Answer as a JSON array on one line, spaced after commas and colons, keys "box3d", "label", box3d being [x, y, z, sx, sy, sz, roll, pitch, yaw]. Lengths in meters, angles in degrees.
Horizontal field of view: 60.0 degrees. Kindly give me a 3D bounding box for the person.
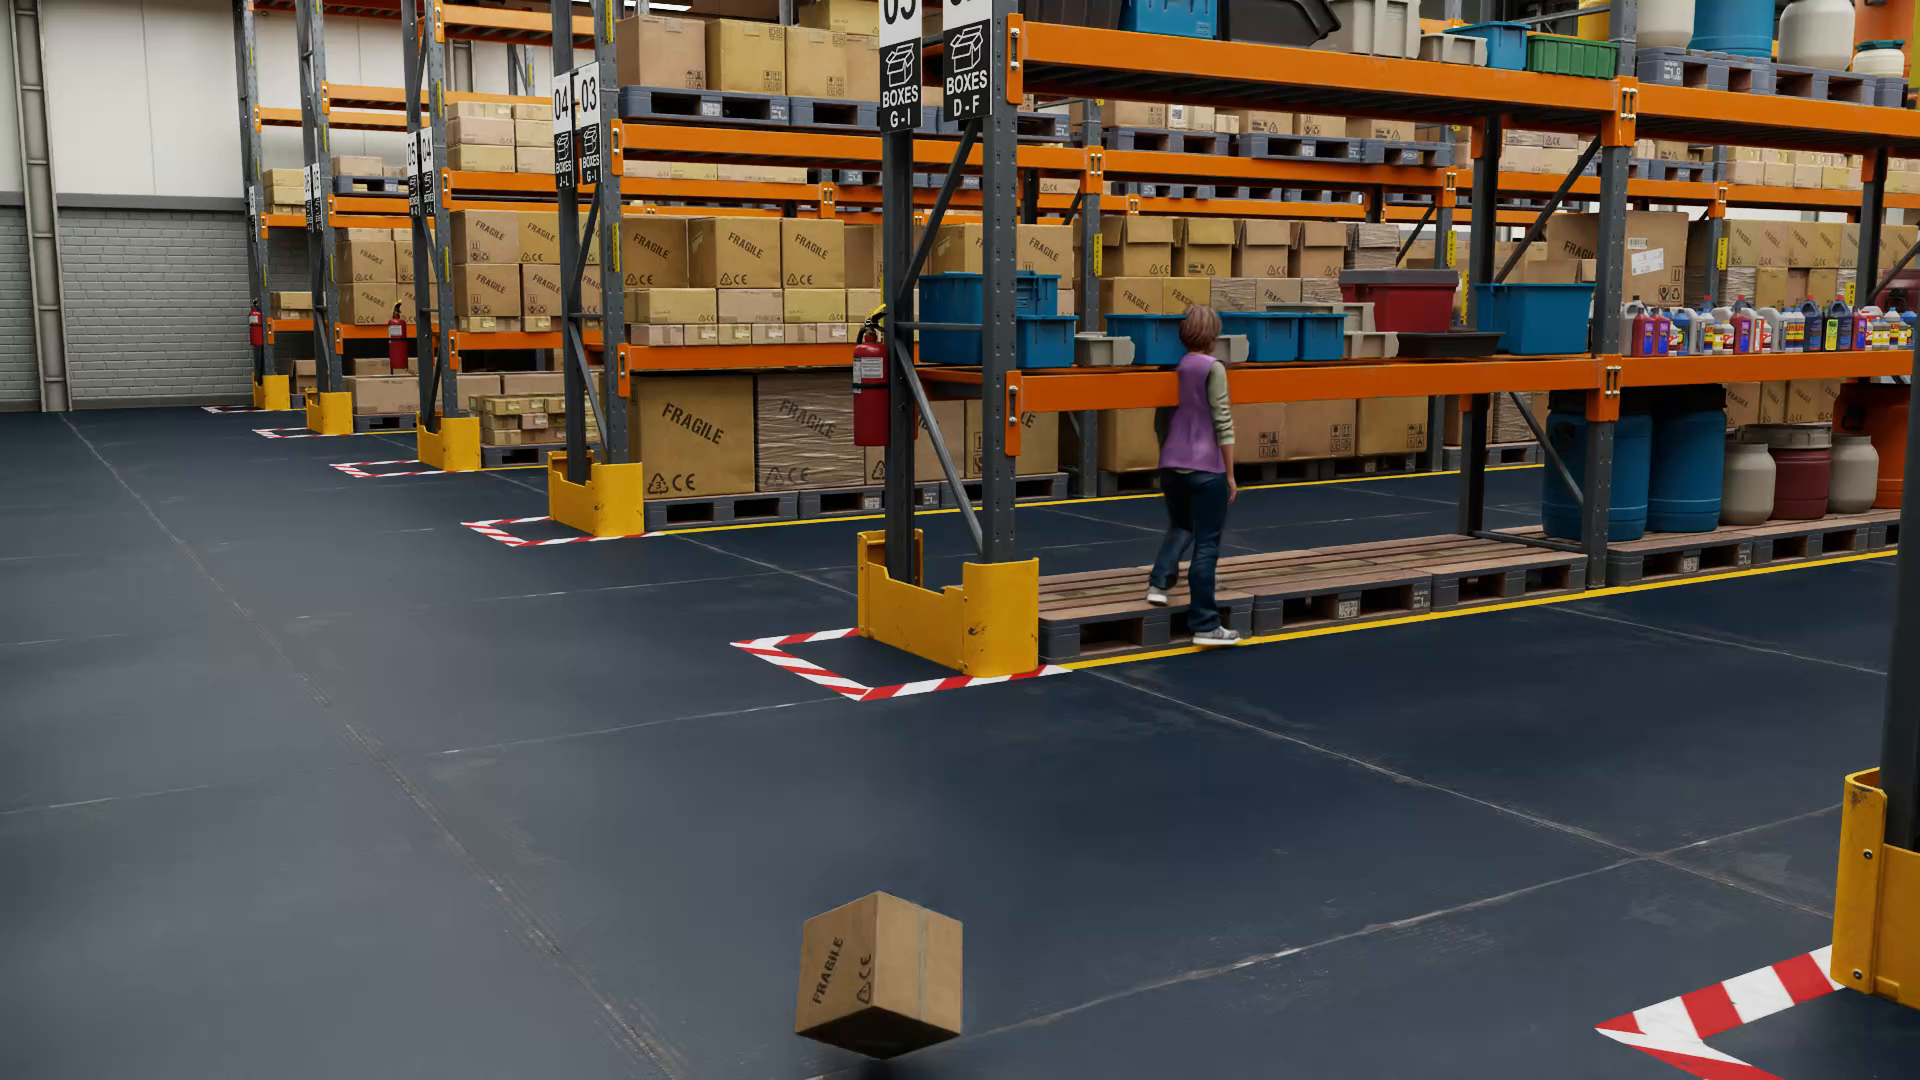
[{"box3d": [1.088, -0.300, 7.810, 0.433, 1.601, 0.483, -8, 12, -43], "label": "person"}]
